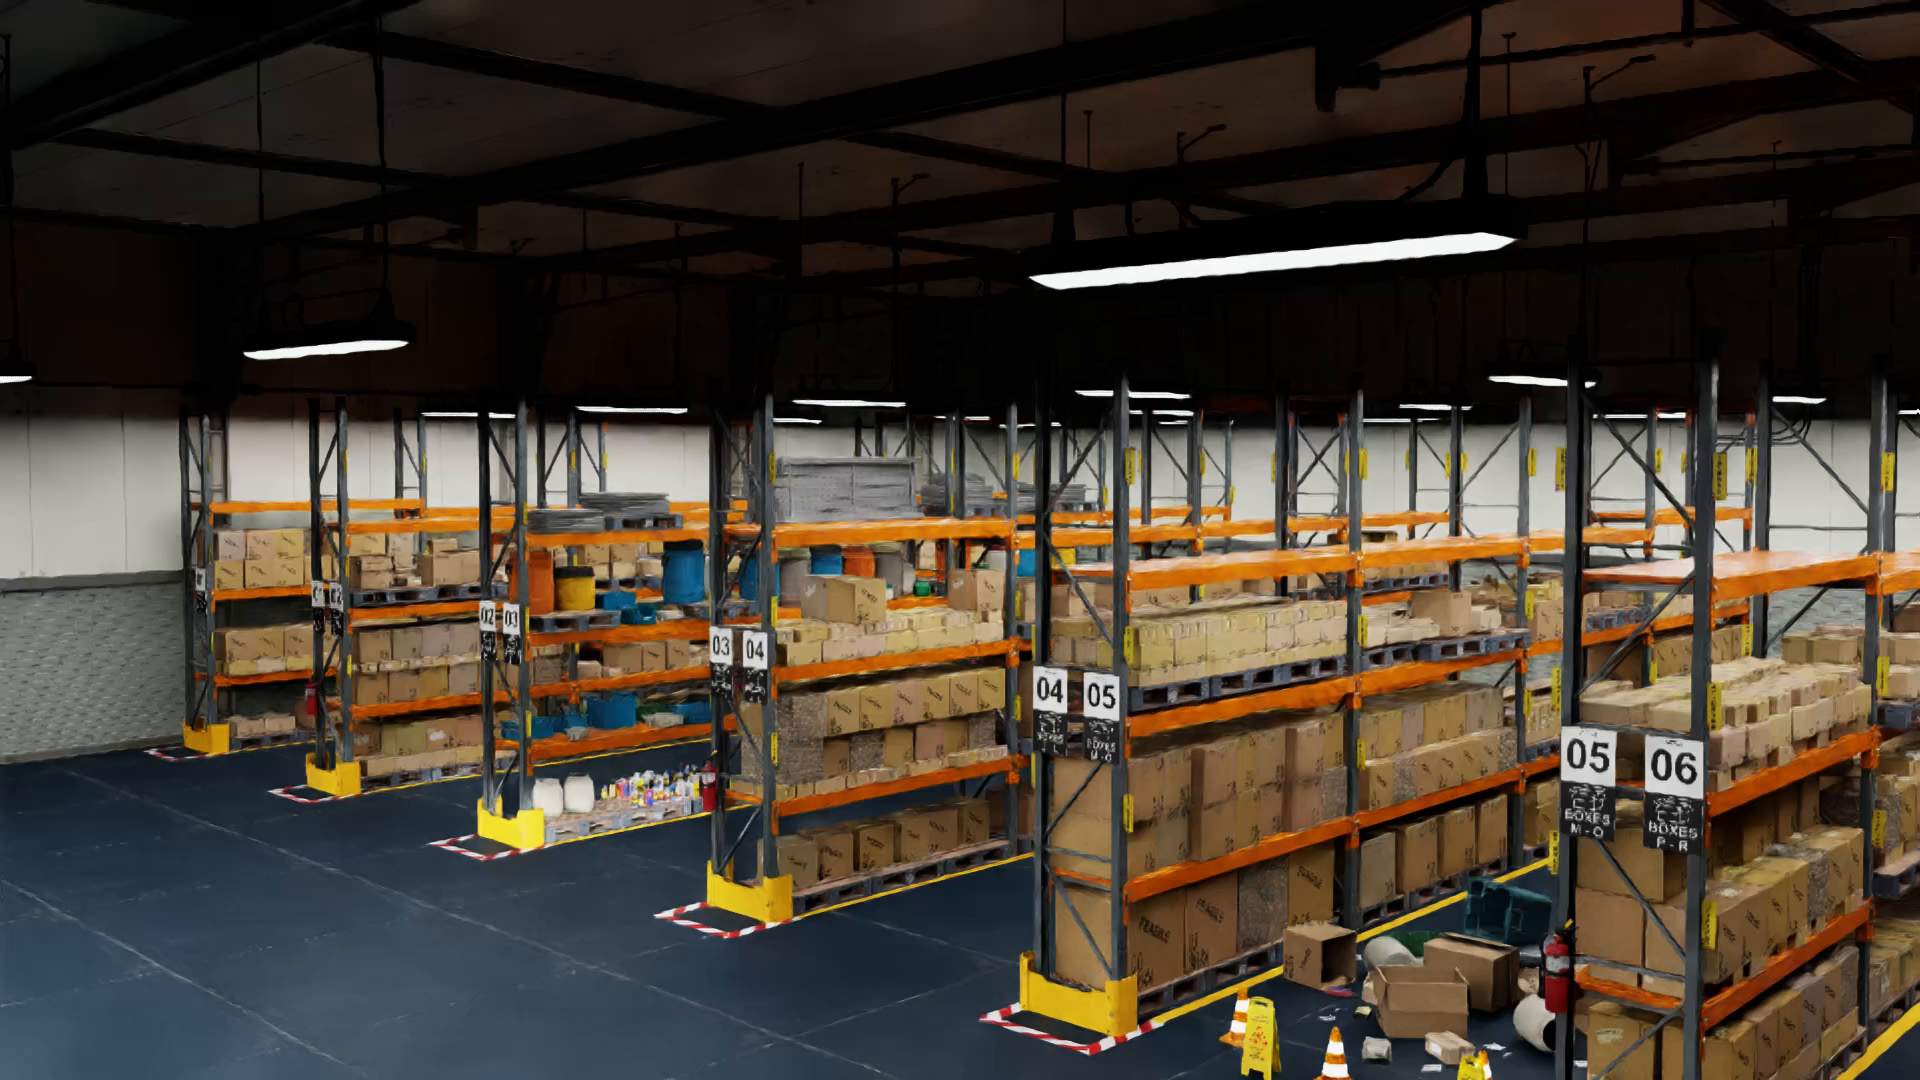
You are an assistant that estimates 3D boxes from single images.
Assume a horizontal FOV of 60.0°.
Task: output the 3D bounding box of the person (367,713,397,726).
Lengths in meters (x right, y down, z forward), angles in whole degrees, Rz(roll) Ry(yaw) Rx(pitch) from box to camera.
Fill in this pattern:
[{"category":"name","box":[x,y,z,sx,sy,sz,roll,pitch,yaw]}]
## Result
[{"category":"person","box":[-9.665,2.831,27.857,0.600,1.725,1.111,3,4,43]}]
